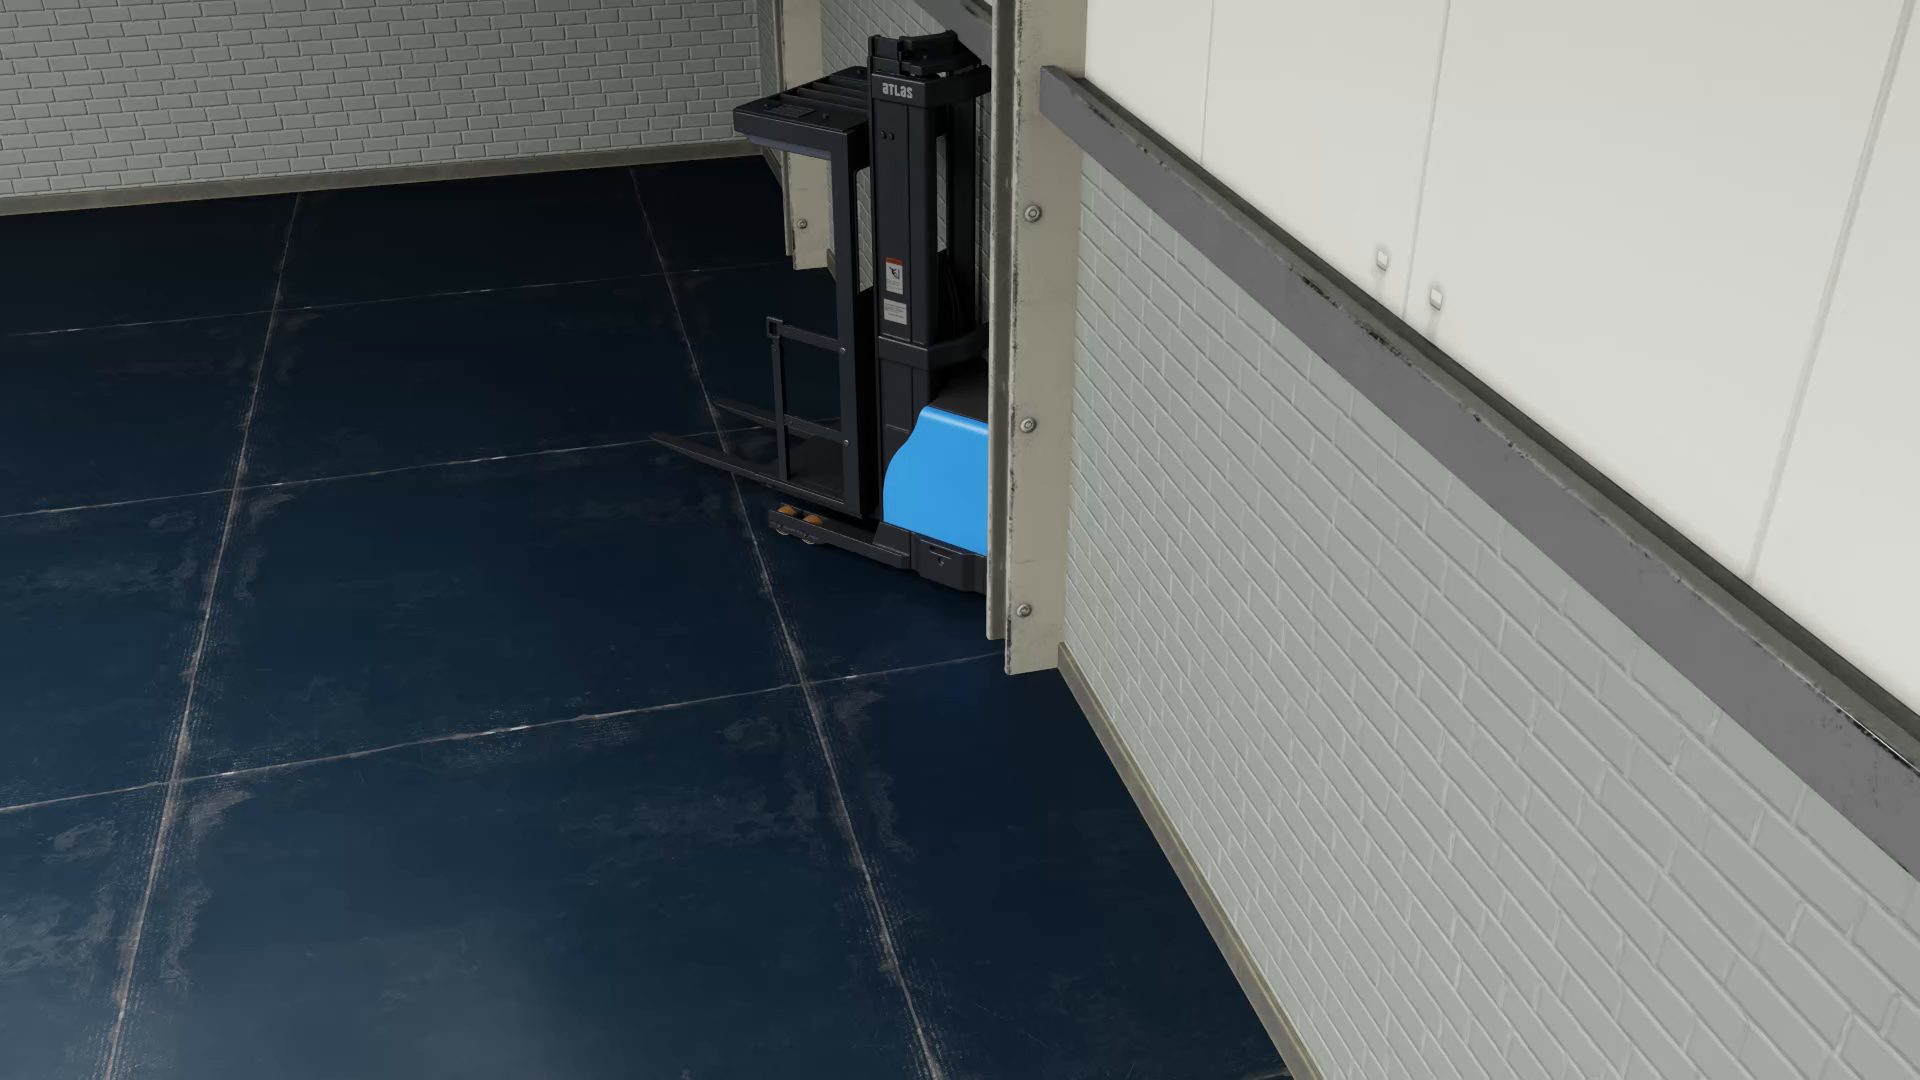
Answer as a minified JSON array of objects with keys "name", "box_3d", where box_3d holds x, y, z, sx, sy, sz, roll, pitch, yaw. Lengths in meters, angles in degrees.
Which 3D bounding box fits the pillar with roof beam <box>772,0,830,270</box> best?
[{"name":"pillar with roof beam","box_3d":[-5.403,-5.641,10.514,9.100,9.000,0.400,-8,31,-13]}]

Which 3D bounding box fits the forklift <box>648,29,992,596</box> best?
[{"name":"forklift","box_3d":[-0.517,-1.443,9.318,3.031,2.935,1.130,19,35,29]}]

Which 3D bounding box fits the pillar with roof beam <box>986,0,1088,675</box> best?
[{"name":"pillar with roof beam","box_3d":[-3.811,-2.744,5.507,9.100,9.000,0.400,-8,31,-13]}]
